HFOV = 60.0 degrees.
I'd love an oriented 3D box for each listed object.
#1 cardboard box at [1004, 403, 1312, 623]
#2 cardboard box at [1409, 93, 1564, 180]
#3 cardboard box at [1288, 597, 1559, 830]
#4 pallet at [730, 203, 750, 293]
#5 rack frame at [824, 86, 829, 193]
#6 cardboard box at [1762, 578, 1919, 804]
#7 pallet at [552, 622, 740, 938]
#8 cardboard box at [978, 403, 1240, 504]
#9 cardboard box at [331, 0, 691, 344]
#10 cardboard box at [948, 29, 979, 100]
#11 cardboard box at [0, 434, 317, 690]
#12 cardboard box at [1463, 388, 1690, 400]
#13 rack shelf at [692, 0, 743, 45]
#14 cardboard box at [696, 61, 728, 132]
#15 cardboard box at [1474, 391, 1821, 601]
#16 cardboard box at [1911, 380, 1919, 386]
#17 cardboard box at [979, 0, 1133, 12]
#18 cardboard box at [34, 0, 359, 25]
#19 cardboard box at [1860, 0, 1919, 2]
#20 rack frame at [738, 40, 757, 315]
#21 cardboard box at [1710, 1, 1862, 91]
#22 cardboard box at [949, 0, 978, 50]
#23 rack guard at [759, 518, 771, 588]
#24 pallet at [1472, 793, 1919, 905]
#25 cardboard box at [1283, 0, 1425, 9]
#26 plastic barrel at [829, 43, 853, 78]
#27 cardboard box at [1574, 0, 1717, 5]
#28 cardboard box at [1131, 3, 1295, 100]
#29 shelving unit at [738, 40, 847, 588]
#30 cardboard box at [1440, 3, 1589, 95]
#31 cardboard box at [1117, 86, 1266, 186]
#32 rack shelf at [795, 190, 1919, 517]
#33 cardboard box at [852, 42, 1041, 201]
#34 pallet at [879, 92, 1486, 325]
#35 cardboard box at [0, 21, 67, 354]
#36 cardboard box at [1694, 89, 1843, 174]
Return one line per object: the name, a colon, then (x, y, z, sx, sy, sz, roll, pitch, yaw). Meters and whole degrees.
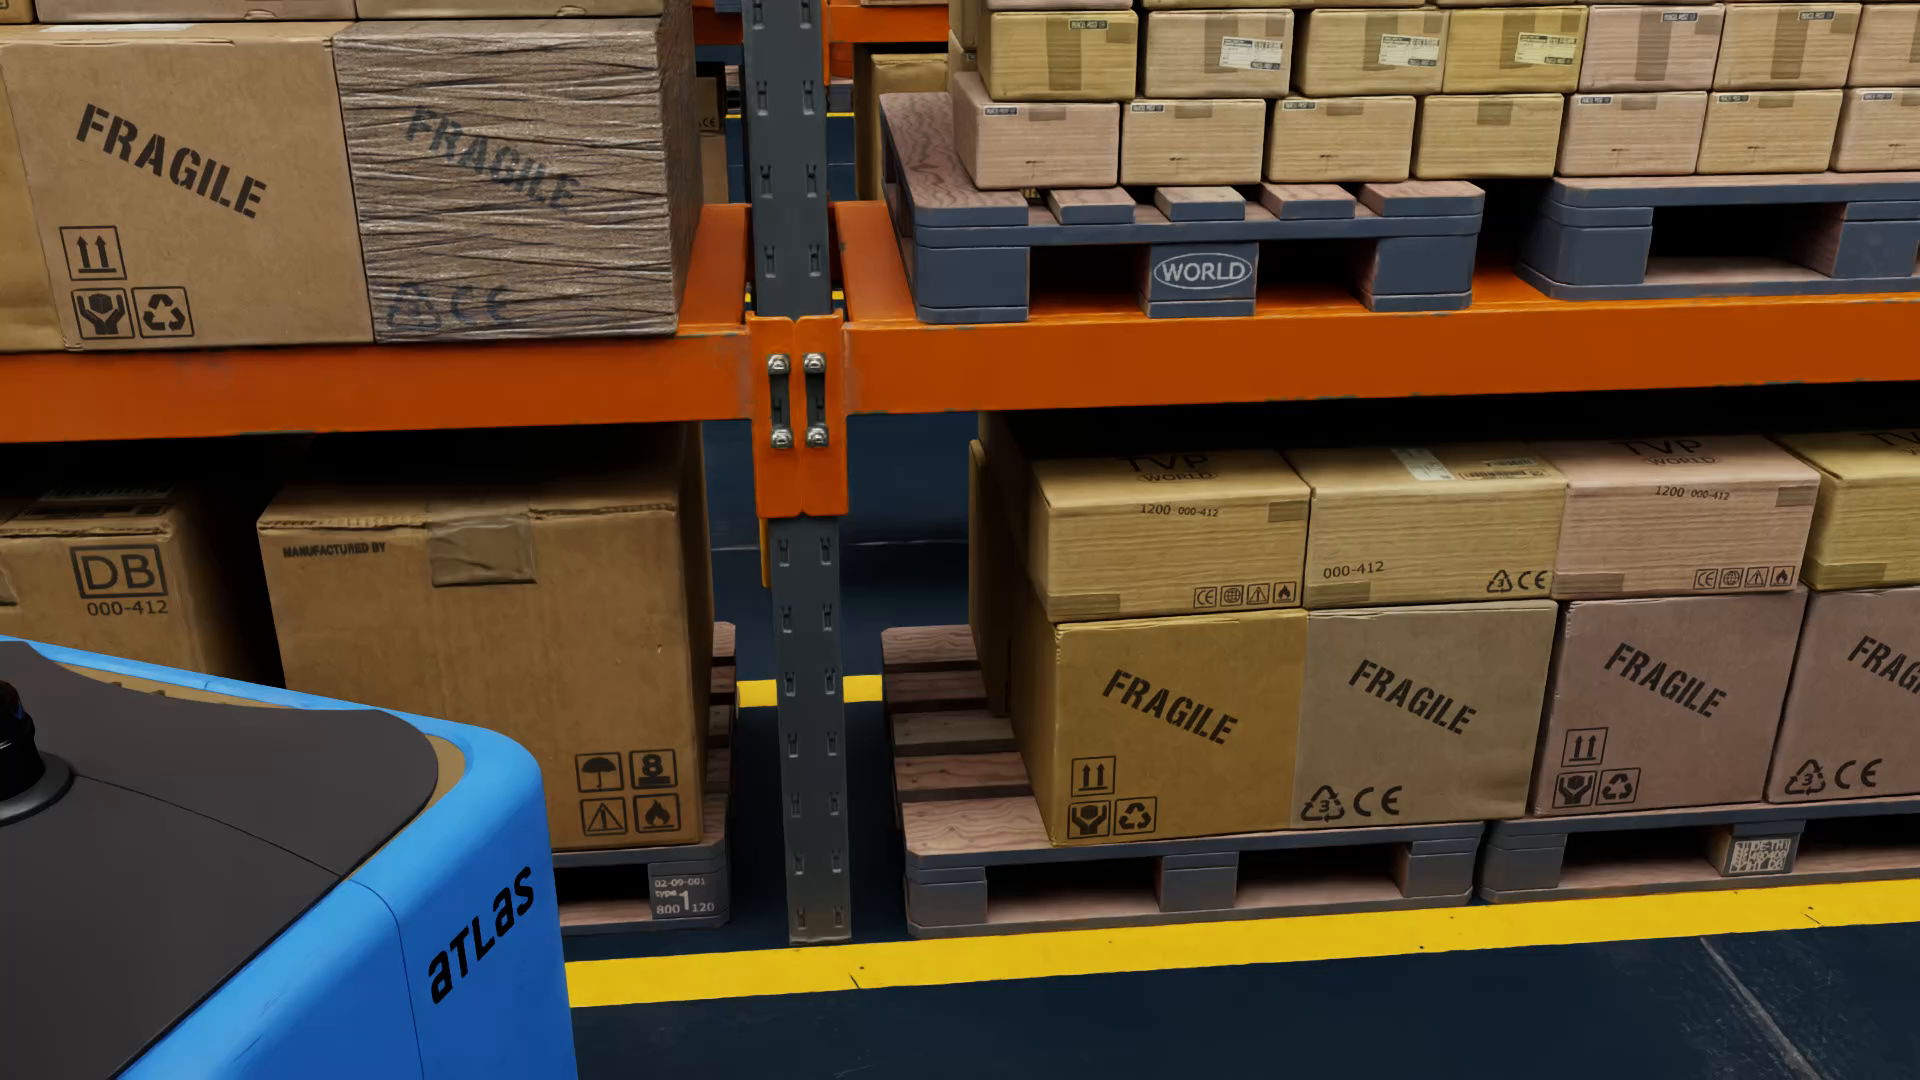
cardboard box: (0.377, -0.068, 3.348, 0.500, 0.250, 0.500, -3, 24, -8)
cardboard box: (0.936, -0.793, 3.133, 0.250, 0.149, 0.380, -1, 24, -3)
cardboard box: (0.896, 0.257, 3.538, 0.500, 0.500, 0.500, -2, 24, -5)
pallet: (-1.498, -1.450, 8.253, 1.213, 0.211, 1.003, -2, 24, -5)
rack frame: (-0.720, -2.755, 7.756, 0.127, 3.000, 1.000, -2, 24, -5)
cardboard box: (1.914, 0.215, 3.634, 0.500, 0.500, 0.500, -3, 24, -6)
pallet: (-1.125, 0.529, 3.800, 1.213, 0.211, 1.003, -2, 24, -5)
cardboard box: (0.322, -0.272, 3.806, 0.500, 0.250, 0.500, -3, 24, -6)
cardboard box: (-0.755, -0.665, 2.931, 0.500, 0.500, 0.500, -2, 24, -5)
cardboard box: (0.113, -1.029, 3.664, 0.250, 0.149, 0.380, -2, 24, -4)
cardboard box: (-1.818, 0.114, 3.553, 0.750, 0.750, 1.050, -2, 24, -4)
cardboard box: (1.331, -0.310, 3.893, 0.500, 0.250, 0.500, -2, 24, -4)
rack shelf: (-2.710, -2.347, 7.722, 4.000, 0.370, 1.077, -2, 24, -5)
cardboard box: (-1.384, -2.118, 7.934, 0.500, 0.250, 0.500, -1, 24, -3)
cardboard box: (1.375, -0.103, 3.426, 0.500, 0.250, 0.500, -2, 24, -5)
cardboard box: (2.357, -0.353, 3.989, 0.500, 0.250, 0.500, -2, 24, -4)
cardboard box: (0.150, -1.036, 2.947, 0.250, 0.149, 0.380, -2, 24, -5)
cardboard box: (-1.284, -1.214, 2.935, 0.500, 0.500, 0.700, -3, 24, -6)
cardboard box: (1.702, -1.097, 3.085, 0.250, 0.149, 0.380, -3, 24, -6)
rack frame: (-0.591, -0.662, 4.892, 0.032, 1.500, 0.500, -2, 24, -5)
cardboard box: (1.449, -0.949, 3.119, 0.250, 0.149, 0.380, -3, 24, -6)
cardboard box: (0.114, -1.163, 3.600, 0.250, 0.149, 0.380, -2, 24, -4)
rack guard: (-0.571, -0.091, 5.148, 0.087, 0.250, 0.587, -2, 24, -5)
pallet: (1.656, 0.450, 3.978, 1.213, 0.211, 1.003, -2, 24, -5)
cardboard box: (0.658, -1.055, 2.991, 0.250, 0.149, 0.380, -2, 24, -5)
plastic barrel: (-0.722, -3.984, 12.675, 0.708, 0.830, 0.600, -2, 24, -5)
cardboard box: (1.190, -1.077, 3.040, 0.250, 0.149, 0.380, -1, 24, -3)
cardboard box: (0.438, -0.909, 3.028, 0.250, 0.149, 0.380, -1, 24, -3)
shelving unit: (-0.076, -0.682, 4.939, 1.083, 1.500, 0.587, -2, 24, -5)
cardboard box: (0.954, -0.931, 3.078, 0.250, 0.149, 0.380, -2, 24, -5)
cardboard box: (0.399, -0.770, 3.082, 0.250, 0.149, 0.380, -1, 24, -3)
rack shelf: (1.657, -0.497, 3.562, 4.000, 0.370, 1.077, -2, 24, -5)
cardboard box: (-0.031, -1.995, 8.145, 0.875, 0.875, 1.225, -3, 24, -8)
pallet: (0.366, -0.730, 3.436, 1.003, 0.211, 1.213, -2, 24, -5)
cardboard box: (-1.749, -0.626, 2.843, 0.500, 0.500, 0.500, -3, 24, -6)
cardboard box: (1.451, -0.813, 3.179, 0.250, 0.149, 0.380, -2, 24, -4)
